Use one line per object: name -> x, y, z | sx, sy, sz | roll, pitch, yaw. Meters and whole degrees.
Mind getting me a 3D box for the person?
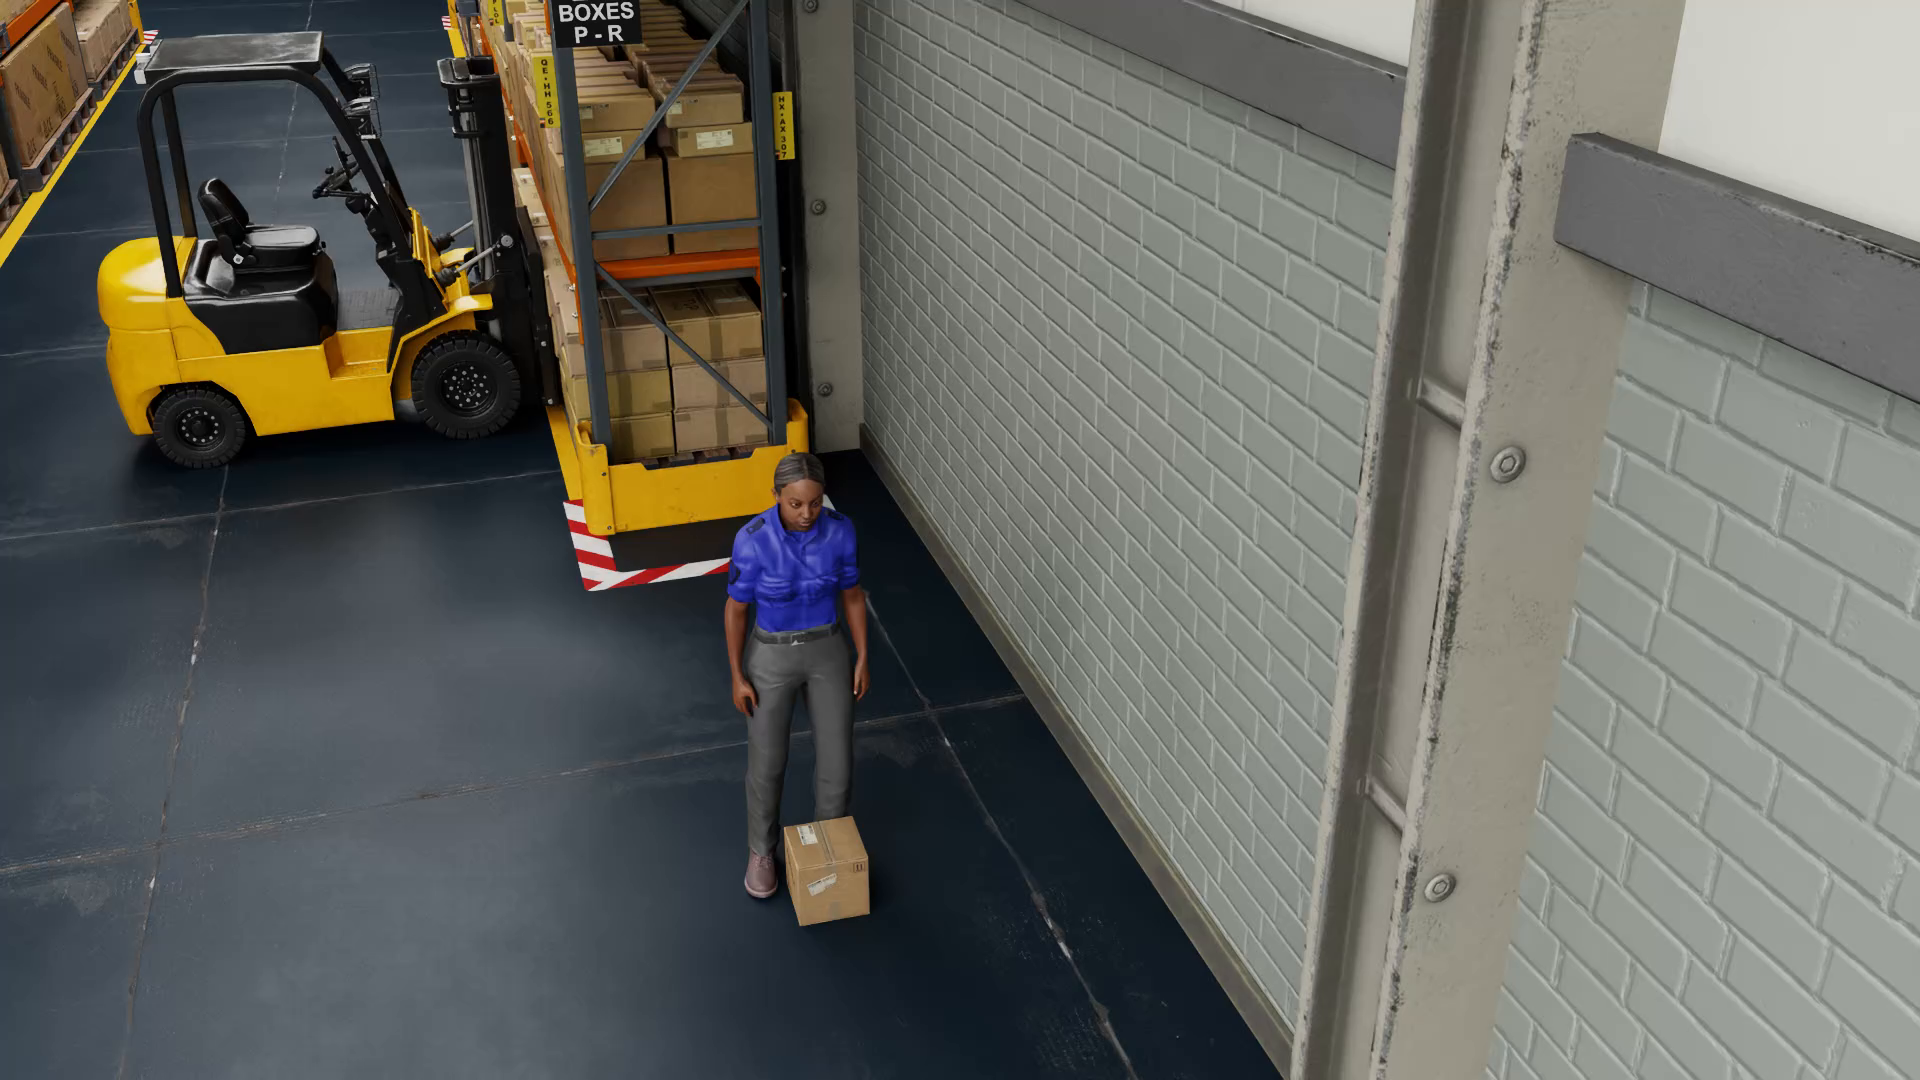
person -> -0.550, 0.449, 5.719 | 0.505, 1.655, 0.391 | -8, 28, -16
